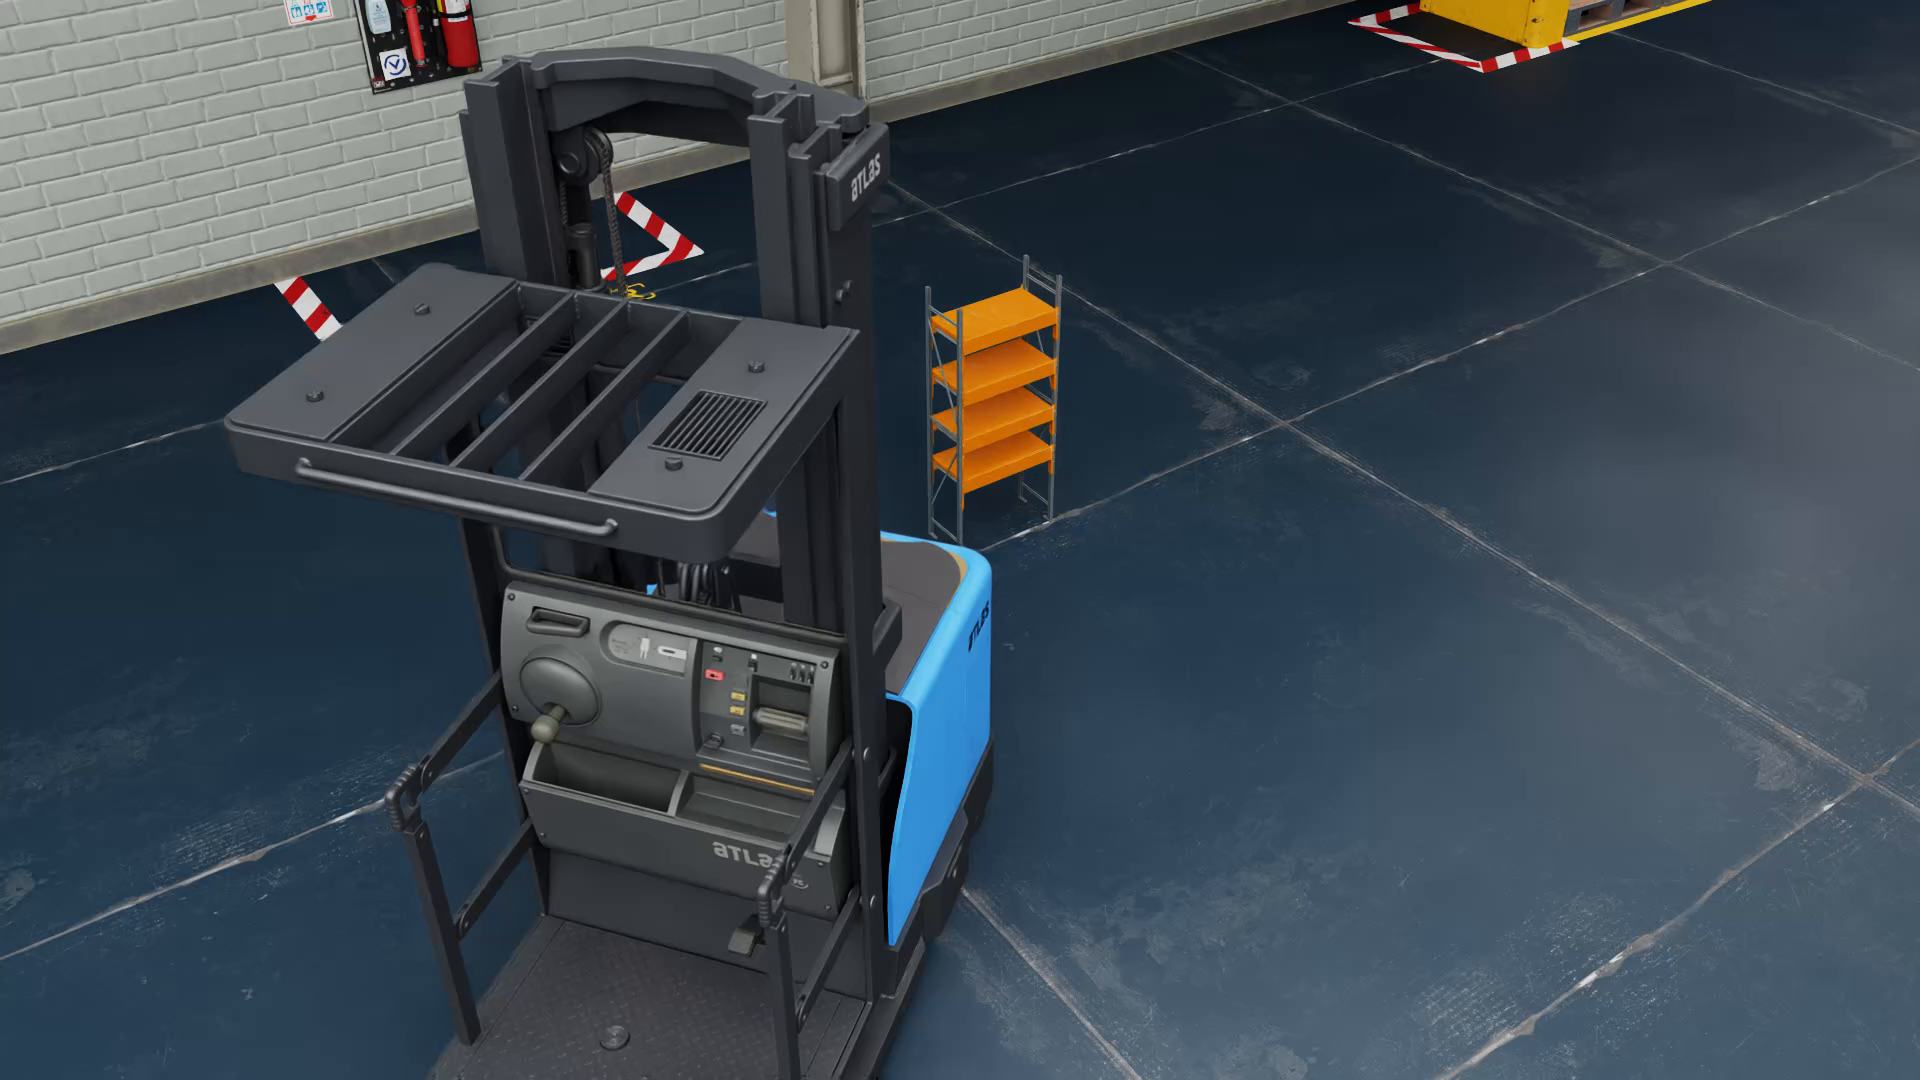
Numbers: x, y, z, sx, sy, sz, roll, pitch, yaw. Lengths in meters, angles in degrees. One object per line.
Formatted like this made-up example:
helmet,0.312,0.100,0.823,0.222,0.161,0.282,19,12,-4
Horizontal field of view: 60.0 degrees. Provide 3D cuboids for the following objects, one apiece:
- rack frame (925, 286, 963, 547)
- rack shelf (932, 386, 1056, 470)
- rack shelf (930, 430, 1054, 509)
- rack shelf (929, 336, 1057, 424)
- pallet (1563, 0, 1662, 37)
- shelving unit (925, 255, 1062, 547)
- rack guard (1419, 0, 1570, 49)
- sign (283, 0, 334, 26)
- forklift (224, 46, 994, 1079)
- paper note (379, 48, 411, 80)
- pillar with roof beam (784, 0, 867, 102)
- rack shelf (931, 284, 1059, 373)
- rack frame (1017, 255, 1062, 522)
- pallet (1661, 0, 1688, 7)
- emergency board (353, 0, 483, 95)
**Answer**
rack frame,-0.064,-0.461,6.863,0.015,1.200,0.240,-22,41,-28
rack shelf,0.135,-0.488,7.016,0.480,0.148,0.258,-22,41,-28
rack shelf,0.135,-0.327,7.132,0.480,0.148,0.258,-22,41,-28
rack shelf,0.135,-0.670,6.886,0.480,0.148,0.258,-22,41,-28
pallet,4.738,-4.300,13.048,1.213,0.211,1.003,-22,41,-28
shelving unit,0.135,-0.543,6.977,0.503,1.200,0.258,-22,41,-28
rack guard,4.054,-4.161,12.607,0.348,0.500,1.175,-22,41,-28
sign,-3.392,-2.845,8.606,0.234,0.329,0.001,-22,41,-28
forklift,-0.826,0.447,4.119,1.130,2.935,3.031,11,37,15
paper note,-3.065,-2.583,9.027,0.142,0.148,0.016,-22,41,-28
pillar with roof beam,1.641,-4.161,5.329,0.400,9.000,9.100,-22,41,-28
rack shelf,0.135,-0.862,6.748,0.480,0.148,0.258,-22,41,-28
rack frame,0.335,-0.625,7.091,0.015,1.200,0.240,-22,41,-28
pallet,5.734,-4.708,13.615,1.213,0.211,1.003,-22,41,-28
emergency board,-2.881,-2.967,8.807,0.643,1.169,0.194,-22,41,-28
